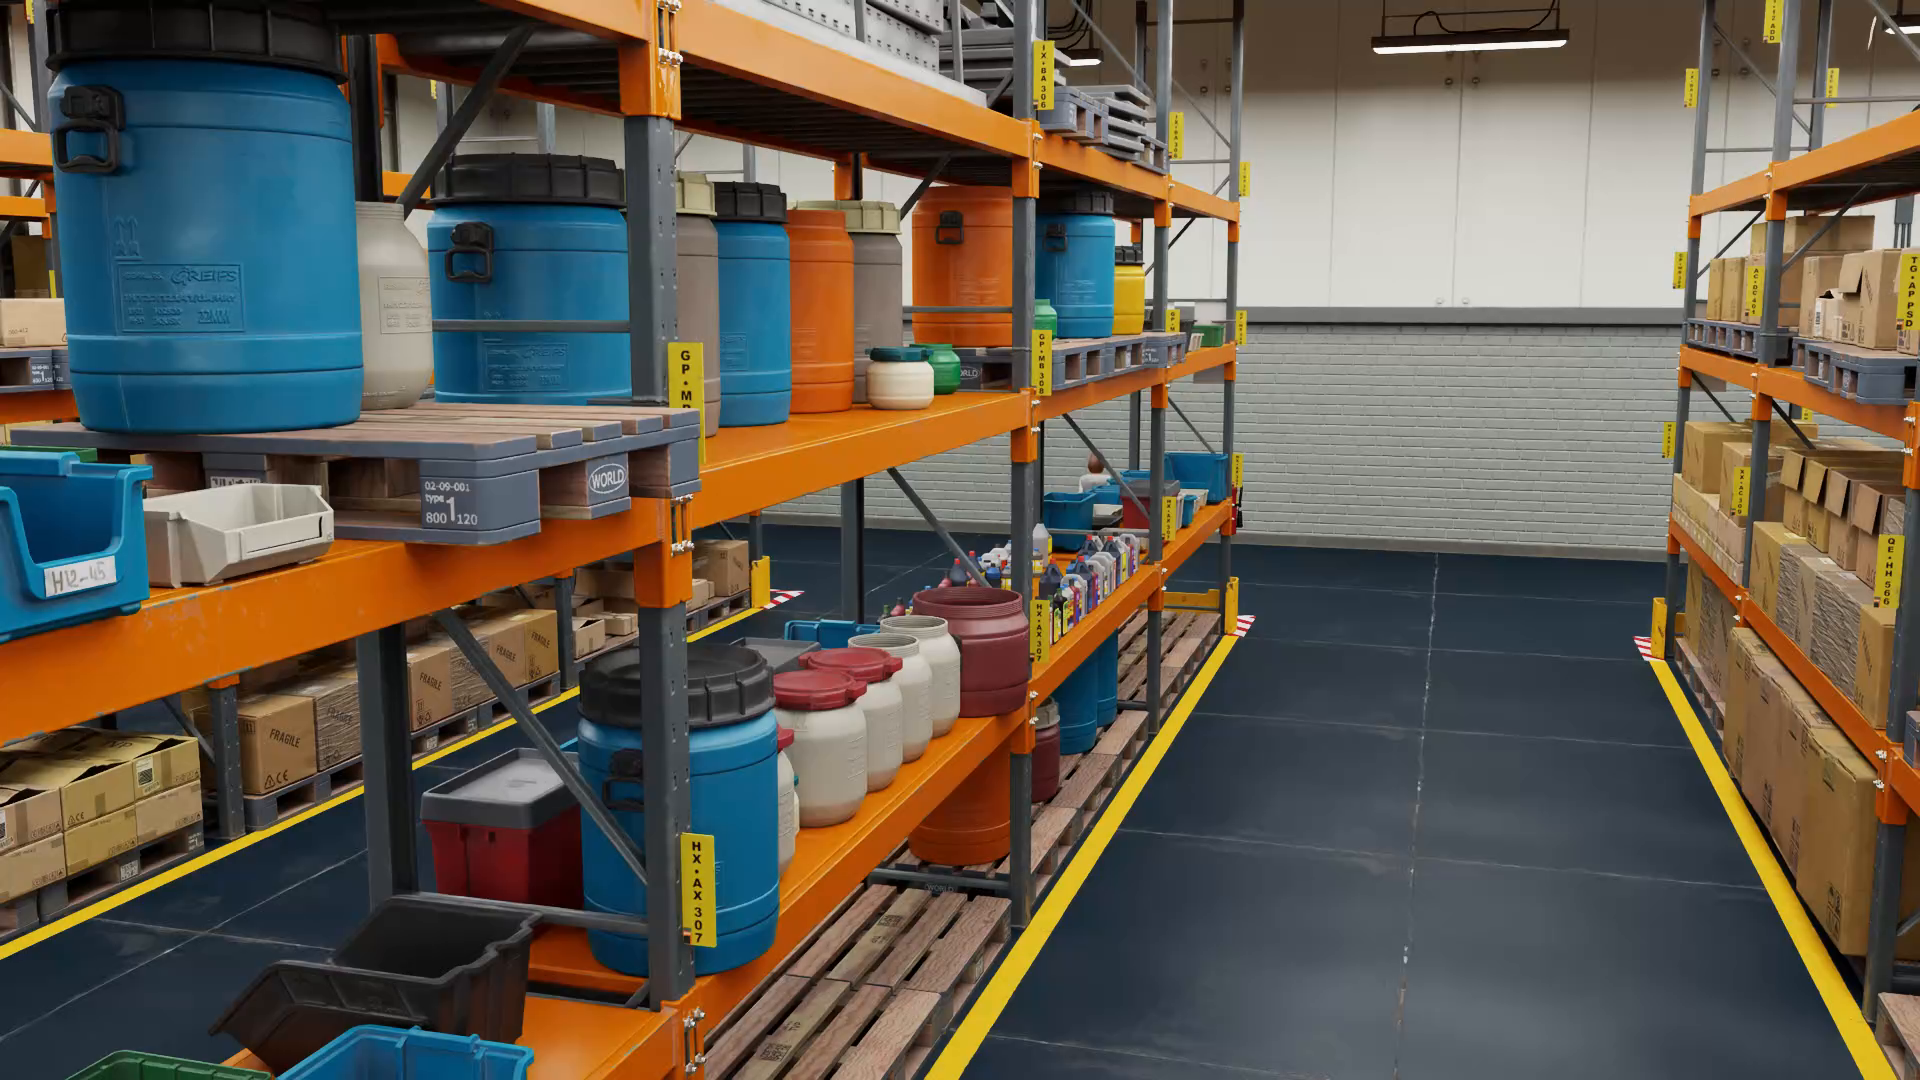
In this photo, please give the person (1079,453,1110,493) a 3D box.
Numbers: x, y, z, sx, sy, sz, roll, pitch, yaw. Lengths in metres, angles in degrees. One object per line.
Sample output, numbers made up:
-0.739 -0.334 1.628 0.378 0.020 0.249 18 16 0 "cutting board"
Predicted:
1.452 -0.138 17.775 0.408 1.601 0.315 3 9 17 "person"
